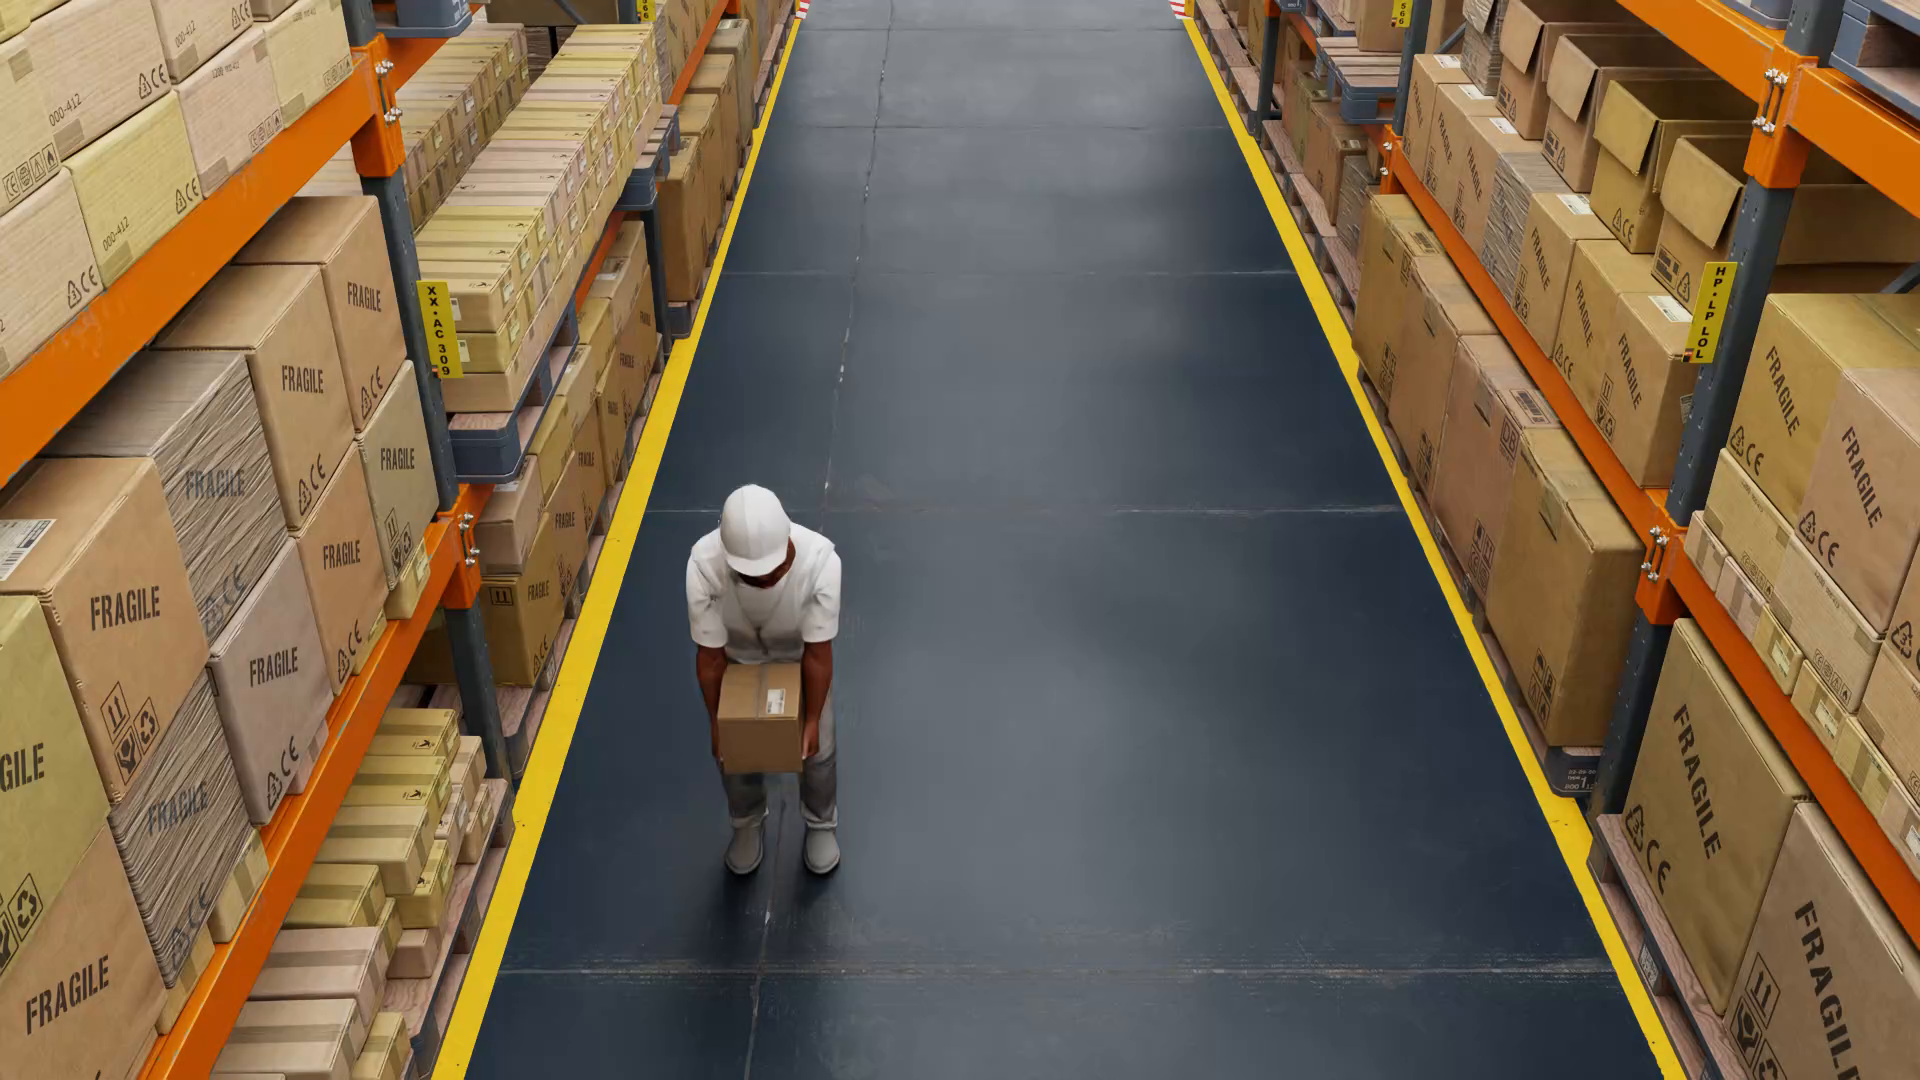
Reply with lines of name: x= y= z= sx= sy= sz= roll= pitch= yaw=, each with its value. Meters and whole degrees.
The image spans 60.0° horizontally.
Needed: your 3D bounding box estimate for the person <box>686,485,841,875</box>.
person: x=-0.615 y=0.464 z=5.454 sx=0.483 sy=1.656 sz=0.695 roll=-1 pitch=31 yaw=-1
